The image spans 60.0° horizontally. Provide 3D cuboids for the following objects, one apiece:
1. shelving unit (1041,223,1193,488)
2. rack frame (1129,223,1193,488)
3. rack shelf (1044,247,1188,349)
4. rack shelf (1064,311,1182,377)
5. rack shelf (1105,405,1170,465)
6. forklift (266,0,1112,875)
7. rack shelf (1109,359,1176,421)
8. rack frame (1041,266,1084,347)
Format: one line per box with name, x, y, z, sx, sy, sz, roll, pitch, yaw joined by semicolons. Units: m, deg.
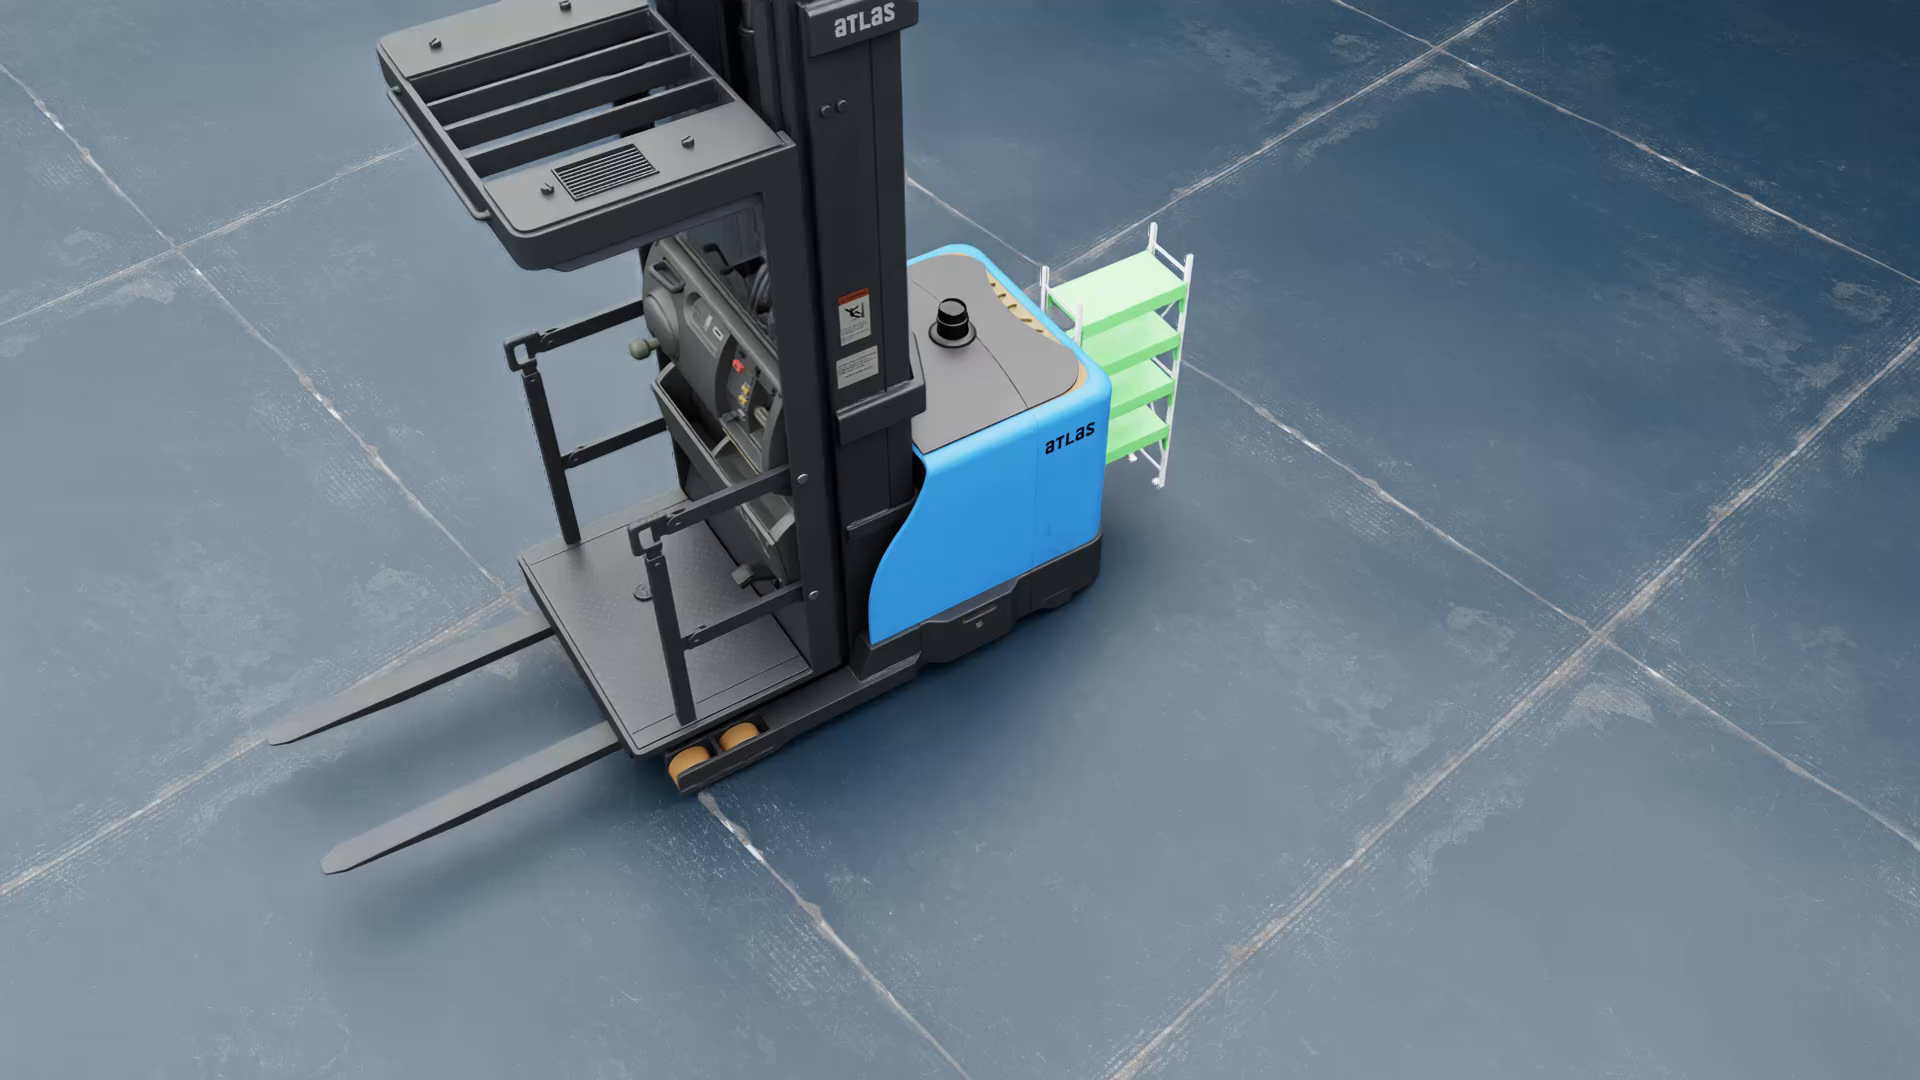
shelving unit;0.576;-0.607;6.494;0.503;1.200;0.258;-25;52;-21
rack frame;0.783;-0.702;6.582;0.015;1.200;0.240;-25;52;-21
rack shelf;0.576;-0.889;6.188;0.480;0.148;0.258;-25;52;-21
rack shelf;0.576;-0.726;6.364;0.480;0.148;0.258;-25;52;-21
rack shelf;0.576;-0.401;6.717;0.480;0.148;0.258;-25;52;-21
forklift;-0.972;-0.547;5.260;3.031;2.935;1.130;-25;52;-21
rack shelf;0.576;-0.564;6.541;0.480;0.148;0.258;-25;52;-21
rack frame;0.369;-0.512;6.406;0.015;1.200;0.240;-25;52;-21
